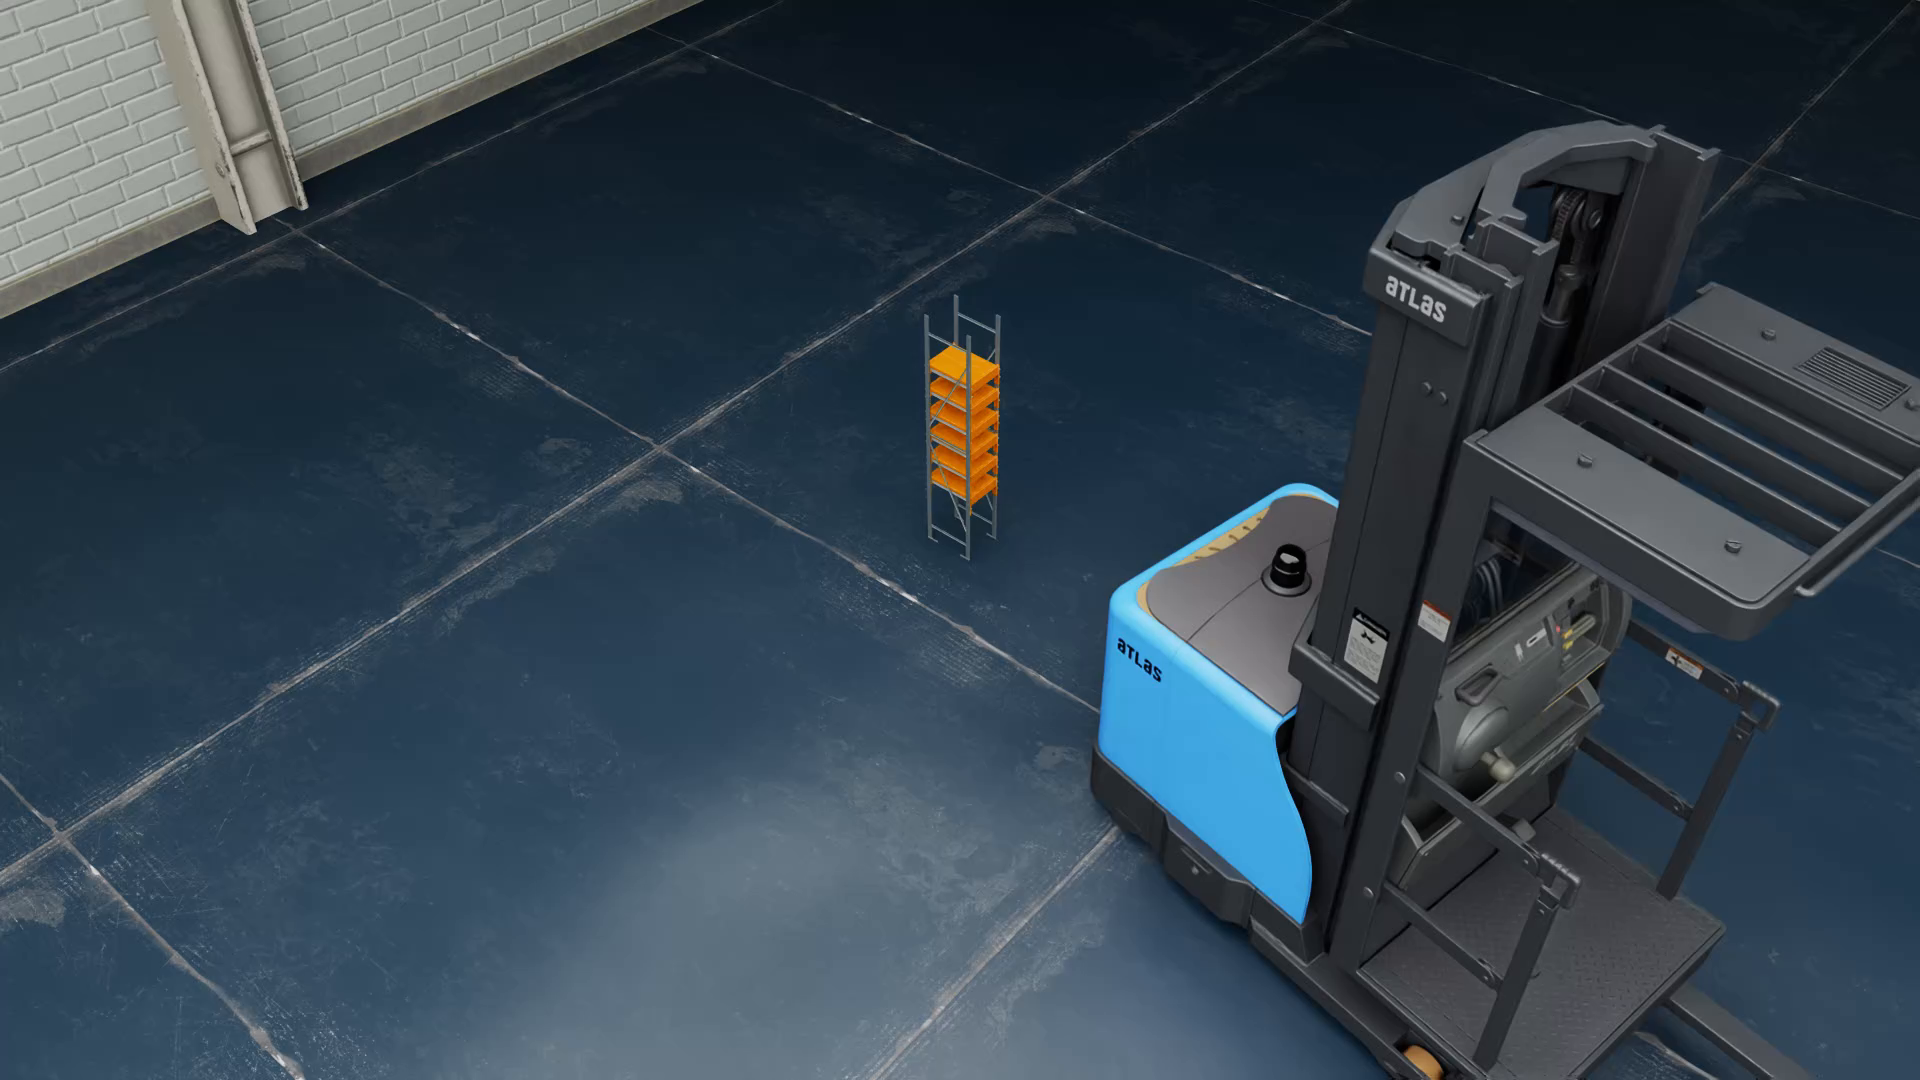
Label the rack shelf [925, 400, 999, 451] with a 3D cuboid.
[{"bbox_3d":[0.009,-0.507,6.986,0.258,0.103,0.180,29,50,28],"label":"rack shelf"}]

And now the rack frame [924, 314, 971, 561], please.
[{"bbox_3d":[-0.050,-0.404,6.985,0.240,1.200,0.006,29,50,28],"label":"rack frame"}]

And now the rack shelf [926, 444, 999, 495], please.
[{"bbox_3d":[0.009,-0.330,7.147,0.258,0.103,0.180,29,50,28],"label":"rack shelf"}]

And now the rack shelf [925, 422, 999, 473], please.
[{"bbox_3d":[0.009,-0.419,7.067,0.258,0.103,0.180,29,50,28],"label":"rack shelf"}]

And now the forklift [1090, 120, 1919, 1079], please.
[{"bbox_3d":[1.821,0.446,4.763,1.130,2.935,3.031,-29,50,-28],"label":"forklift"}]

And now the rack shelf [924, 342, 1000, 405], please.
[{"bbox_3d":[0.009,-0.685,6.825,0.258,0.103,0.180,29,50,28],"label":"rack shelf"}]

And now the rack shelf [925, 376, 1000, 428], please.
[{"bbox_3d":[0.009,-0.596,6.905,0.258,0.103,0.180,29,50,28],"label":"rack shelf"}]

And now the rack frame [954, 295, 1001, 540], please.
[{"bbox_3d":[0.068,-0.498,7.089,0.240,1.200,0.006,29,50,28],"label":"rack frame"}]

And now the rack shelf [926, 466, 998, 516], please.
[{"bbox_3d":[0.009,-0.241,7.228,0.258,0.103,0.180,29,50,28],"label":"rack shelf"}]

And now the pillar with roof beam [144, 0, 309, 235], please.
[{"bbox_3d":[-0.678,-3.340,4.417,9.100,9.000,0.400,29,50,28],"label":"pillar with roof beam"}]

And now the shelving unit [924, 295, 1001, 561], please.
[{"bbox_3d":[0.009,-0.451,7.037,0.258,1.200,0.189,29,50,28],"label":"shelving unit"}]
